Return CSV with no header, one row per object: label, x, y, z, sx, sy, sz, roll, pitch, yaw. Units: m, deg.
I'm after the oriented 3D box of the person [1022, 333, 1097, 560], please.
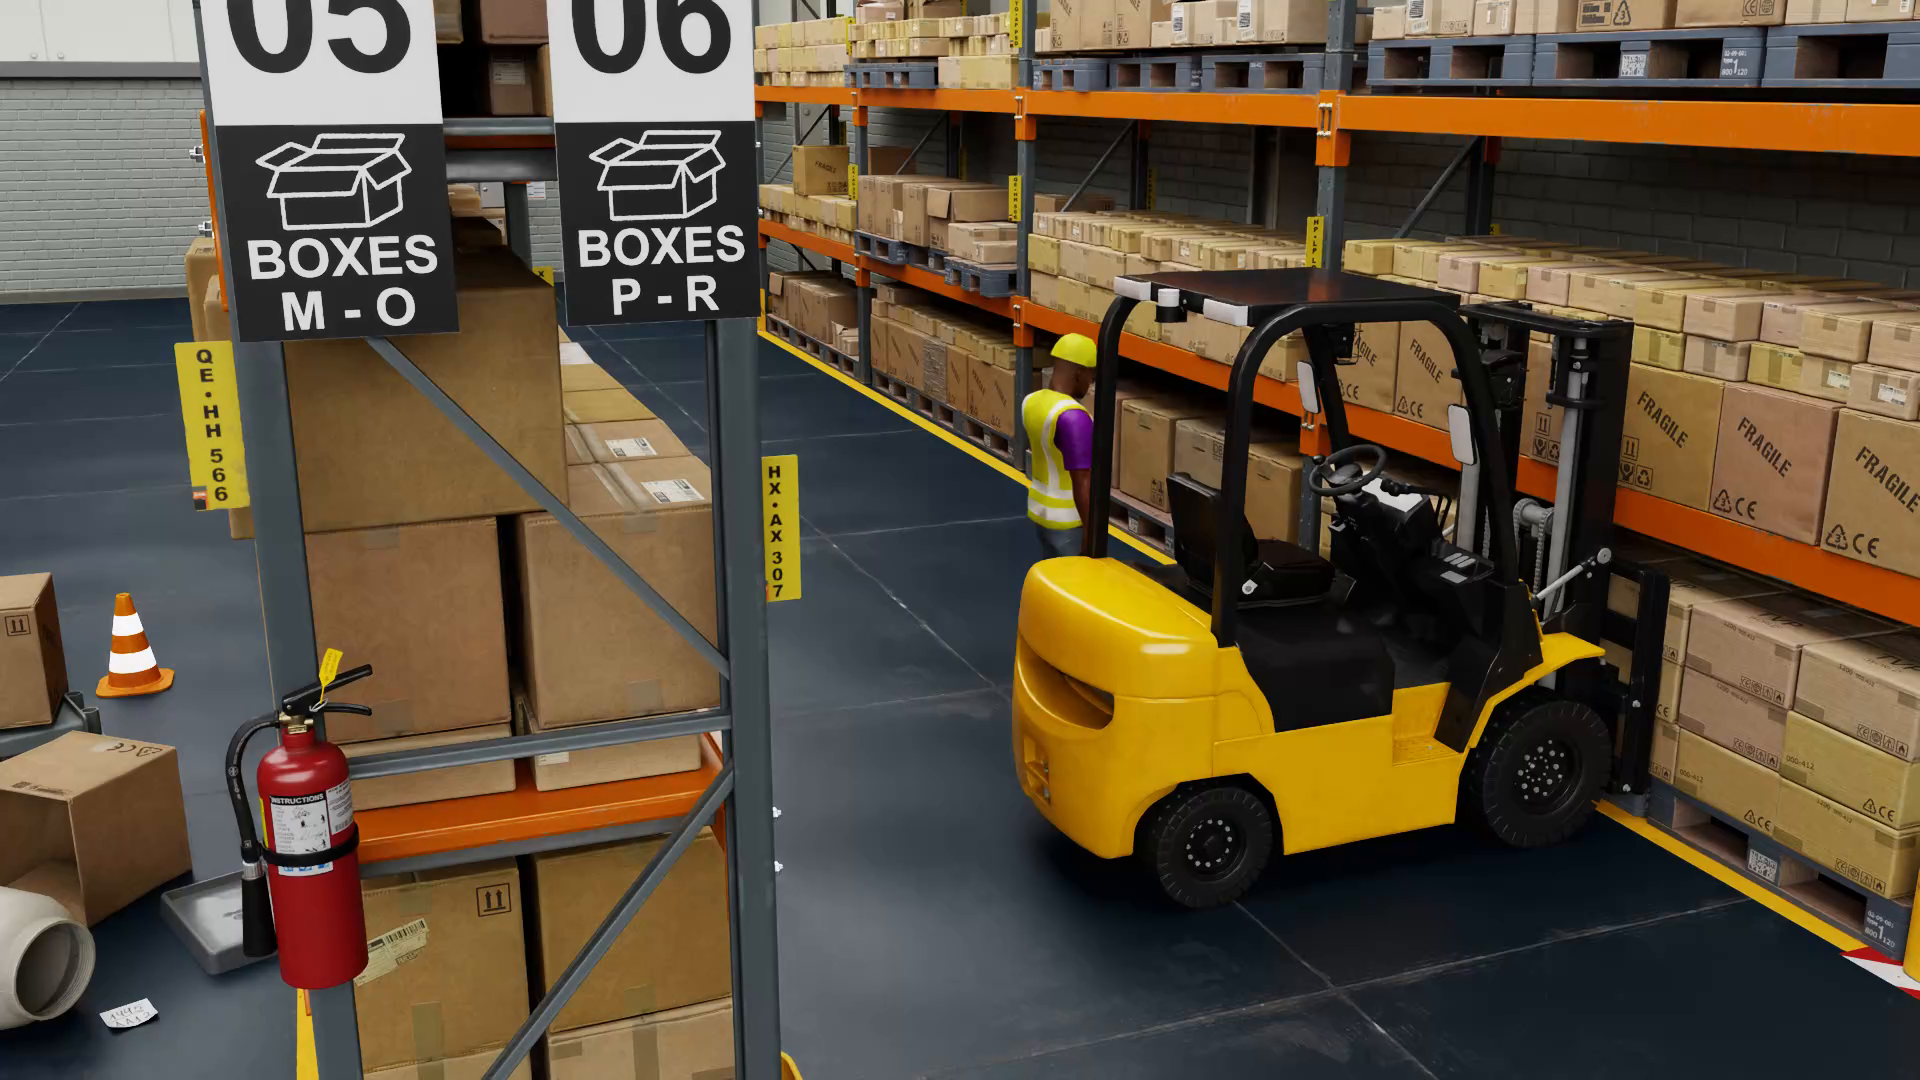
person,0.504,-0.096,7.842,0.373,1.757,0.569,-5,16,-19
